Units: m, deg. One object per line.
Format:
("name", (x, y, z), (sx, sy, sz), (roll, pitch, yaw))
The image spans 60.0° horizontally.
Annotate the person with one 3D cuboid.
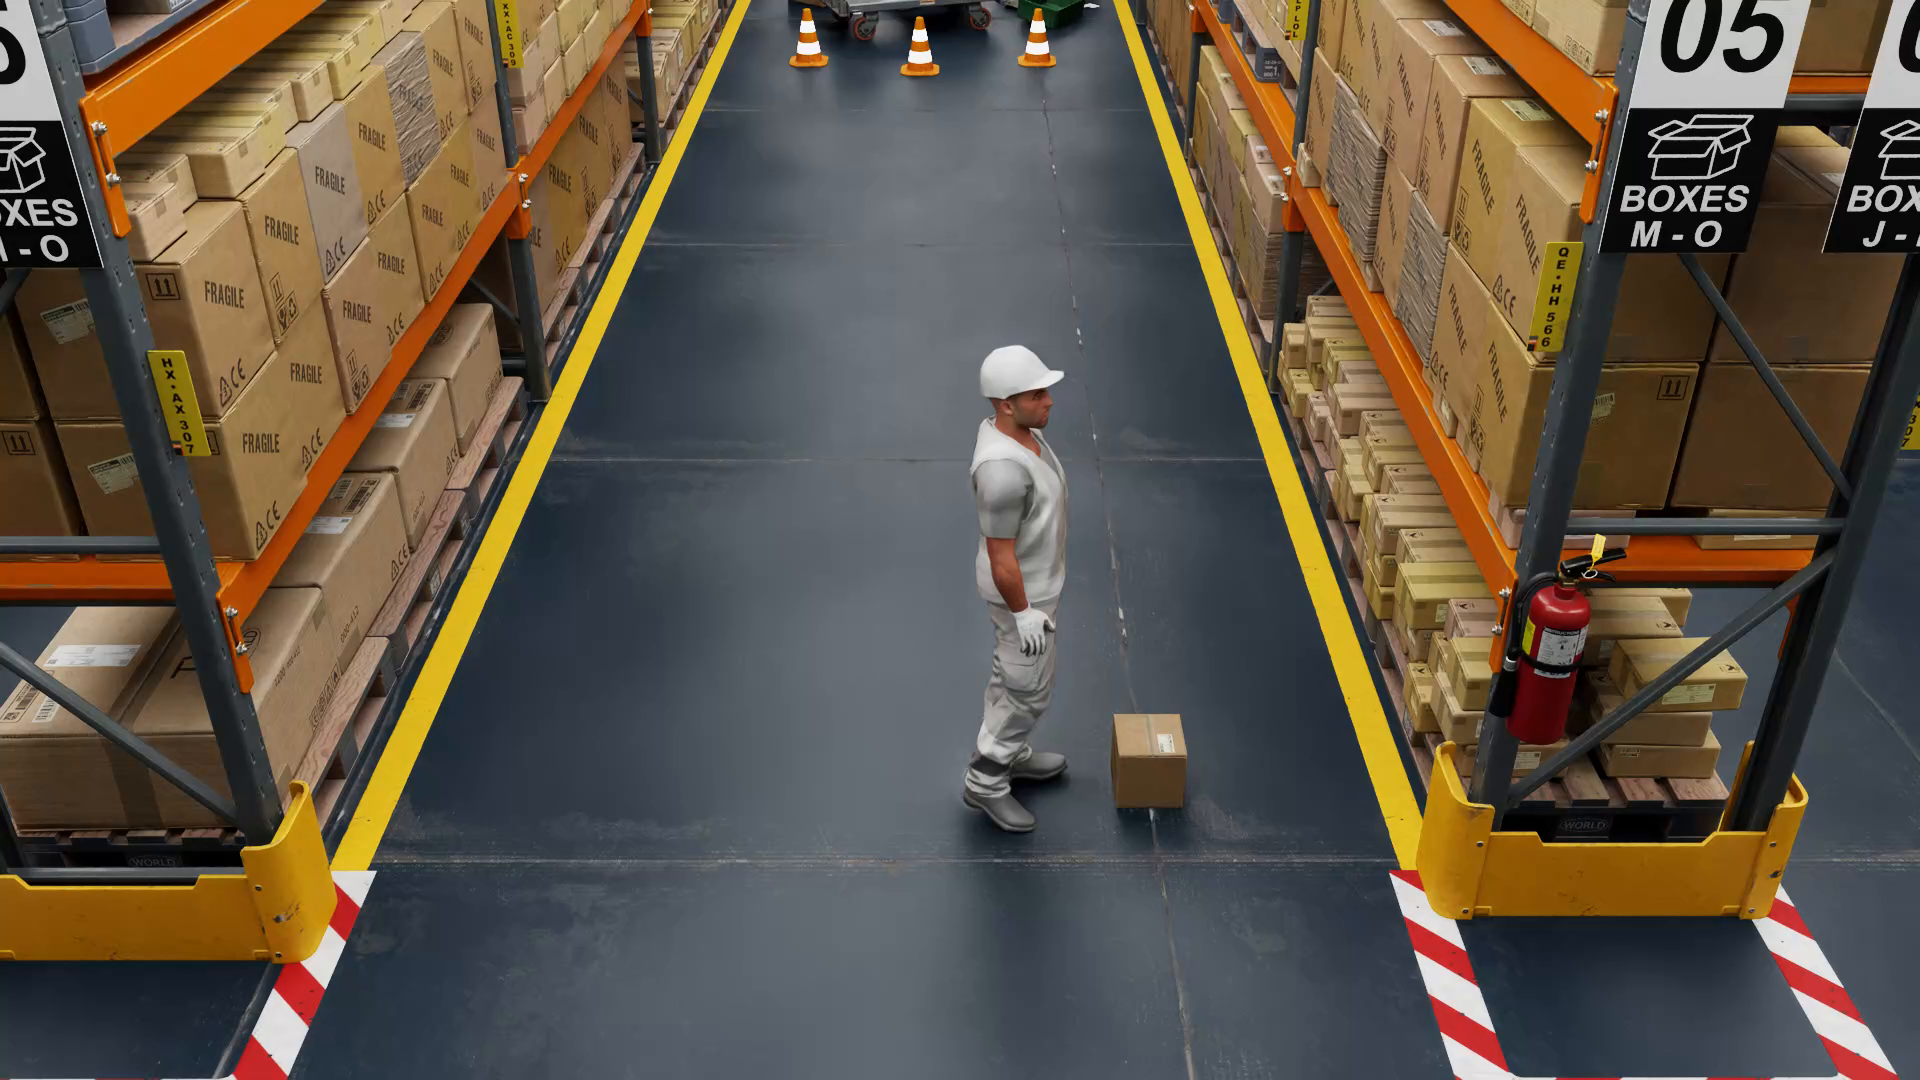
("person", (0.213, 0.155, 5.834), (0.381, 1.804, 0.576), (3, 31, 4))
